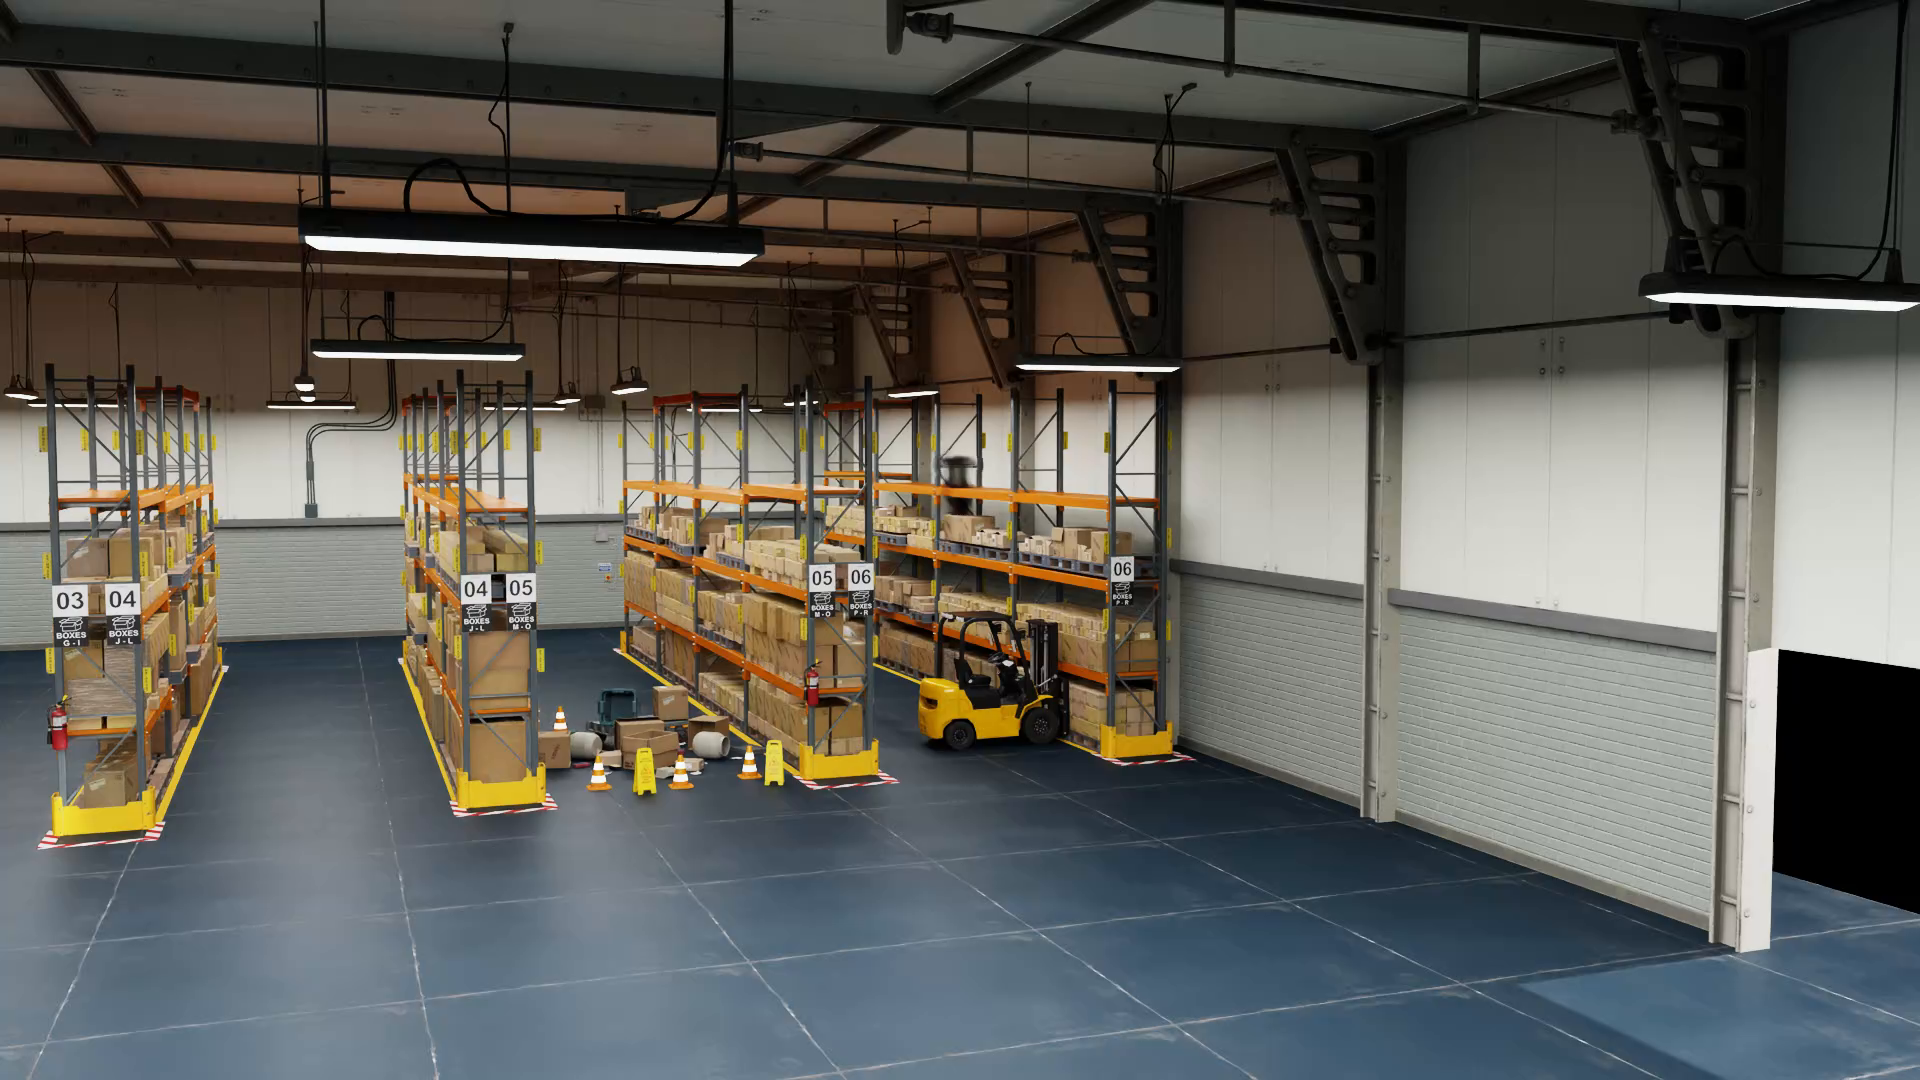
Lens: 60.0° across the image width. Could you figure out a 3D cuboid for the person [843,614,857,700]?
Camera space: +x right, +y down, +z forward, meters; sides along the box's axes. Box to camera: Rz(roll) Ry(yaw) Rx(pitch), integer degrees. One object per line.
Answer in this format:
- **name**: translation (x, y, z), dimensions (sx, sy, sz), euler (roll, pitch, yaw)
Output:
- **person**: translation (-2.281, 2.270, 31.789), dimensions (0.662, 1.759, 0.767), euler (-1, 4, -24)
